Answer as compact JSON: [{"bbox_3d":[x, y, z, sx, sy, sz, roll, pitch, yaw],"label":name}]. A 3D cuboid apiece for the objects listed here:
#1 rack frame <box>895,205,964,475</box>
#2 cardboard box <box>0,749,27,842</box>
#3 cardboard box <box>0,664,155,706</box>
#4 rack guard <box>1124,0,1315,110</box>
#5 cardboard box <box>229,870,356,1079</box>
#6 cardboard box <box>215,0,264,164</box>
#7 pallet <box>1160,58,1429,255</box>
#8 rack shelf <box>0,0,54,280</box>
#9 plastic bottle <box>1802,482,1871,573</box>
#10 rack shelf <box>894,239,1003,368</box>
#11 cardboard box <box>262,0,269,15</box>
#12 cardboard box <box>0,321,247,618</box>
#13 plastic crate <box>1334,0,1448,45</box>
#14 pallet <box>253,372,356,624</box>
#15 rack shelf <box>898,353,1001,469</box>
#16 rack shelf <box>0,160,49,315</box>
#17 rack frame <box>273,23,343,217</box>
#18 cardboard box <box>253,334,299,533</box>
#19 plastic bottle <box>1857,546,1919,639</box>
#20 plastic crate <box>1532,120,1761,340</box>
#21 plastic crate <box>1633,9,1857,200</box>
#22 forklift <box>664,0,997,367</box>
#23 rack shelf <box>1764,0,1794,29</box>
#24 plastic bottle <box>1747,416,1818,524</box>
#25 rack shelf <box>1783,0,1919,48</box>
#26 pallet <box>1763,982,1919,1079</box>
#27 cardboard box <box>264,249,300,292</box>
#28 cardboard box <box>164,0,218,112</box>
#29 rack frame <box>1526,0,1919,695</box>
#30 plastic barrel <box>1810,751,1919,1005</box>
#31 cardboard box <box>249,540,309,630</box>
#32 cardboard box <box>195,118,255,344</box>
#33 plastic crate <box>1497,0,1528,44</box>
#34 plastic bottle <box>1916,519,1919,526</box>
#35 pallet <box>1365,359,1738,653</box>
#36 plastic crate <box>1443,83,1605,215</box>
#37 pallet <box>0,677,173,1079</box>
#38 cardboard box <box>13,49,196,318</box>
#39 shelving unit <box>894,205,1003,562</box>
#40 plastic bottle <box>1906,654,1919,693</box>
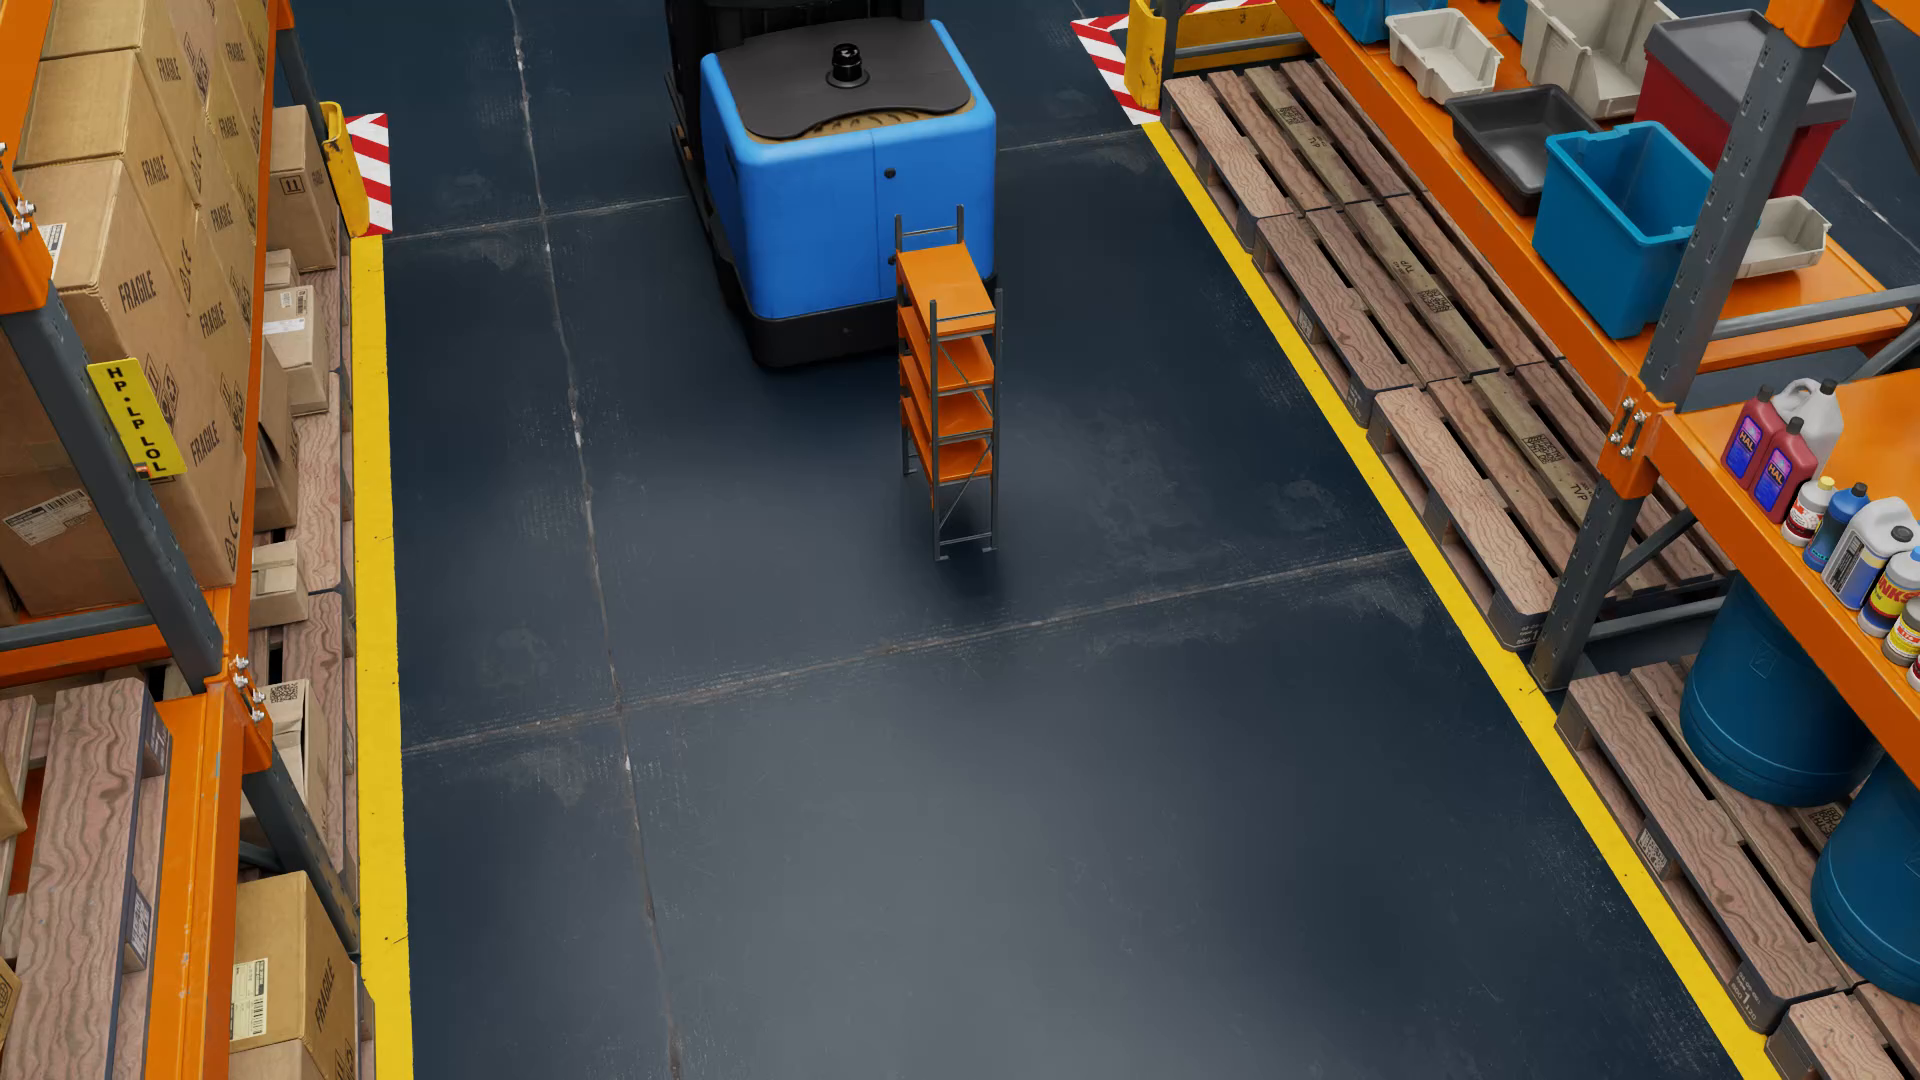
[{"bbox_3d":[-0.105,-0.703,6.099,0.240,1.200,0.015,-11,47,-10],"label":"rack frame"},{"bbox_3d":[-2.405,0.437,3.357,0.700,0.500,0.500,-26,51,-23],"label":"cardboard box"},{"bbox_3d":[-2.730,0.631,4.974,0.500,0.500,0.500,-11,47,-10],"label":"cardboard box"},{"bbox_3d":[1.437,-2.553,8.402,1.175,0.500,0.348,-11,47,-10],"label":"rack guard"},{"bbox_3d":[-1.906,1.260,4.357,0.500,0.500,0.500,-11,47,-11],"label":"cardboard box"},{"bbox_3d":[-2.697,-1.583,5.631,0.500,0.500,0.500,-10,46,-10],"label":"cardboard box"},{"bbox_3d":[1.629,-1.861,7.926,1.003,0.211,1.213,-11,47,-10],"label":"pallet"},{"bbox_3d":[-2.822,-1.928,4.442,1.077,0.370,4.000,-11,47,-10],"label":"rack shelf"},{"bbox_3d":[2.267,-0.040,4.279,0.097,0.271,0.097,0,46,0],"label":"plastic bottle"},{"bbox_3d":[-0.042,-0.809,5.653,0.258,0.148,0.480,-11,47,-10],"label":"rack shelf"},{"bbox_3d":[-2.956,-2.286,6.320,0.500,0.500,0.500,-9,46,-9],"label":"cardboard box"},{"bbox_3d":[-2.177,-0.186,4.262,0.500,0.500,0.500,-10,46,-9],"label":"cardboard box"},{"bbox_3d":[1.614,-2.029,6.213,0.416,0.233,0.300,-11,47,-10],"label":"plastic crate"},{"bbox_3d":[-2.800,-0.091,6.192,1.003,0.211,1.213,-11,47,-10],"label":"pallet"},{"bbox_3d":[-0.042,-0.487,5.982,0.258,0.148,0.480,-11,47,-10],"label":"rack shelf"},{"bbox_3d":[-1.798,0.834,1.736,1.077,0.370,4.000,-11,47,-10],"label":"rack shelf"},{"bbox_3d":[-3.334,-2.510,6.610,1.000,3.000,0.127,-11,47,-10],"label":"rack frame"},{"bbox_3d":[-2.796,-0.325,5.908,0.797,0.503,0.637,-11,47,-10],"label":"cardboard box"},{"bbox_3d":[2.327,0.120,4.122,0.097,0.271,0.097,0,46,0],"label":"plastic bottle"},{"bbox_3d":[2.030,-0.927,5.028,0.392,0.384,0.575,-11,47,-10],"label":"plastic crate"},{"bbox_3d":[2.493,-1.358,5.393,0.402,0.464,0.583,-11,47,-10],"label":"plastic crate"},{"bbox_3d":[-0.763,-2.810,6.952,1.130,2.935,3.031,-12,47,-12],"label":"forklift"},{"bbox_3d":[1.968,-2.831,5.327,1.077,0.370,4.000,-11,47,-10],"label":"rack shelf"},{"bbox_3d":[2.195,-0.188,4.416,0.061,0.283,0.133,-11,47,-10],"label":"plastic bottle"},{"bbox_3d":[2.992,-0.069,2.621,1.077,0.370,4.000,-11,47,-10],"label":"rack shelf"},{"bbox_3d":[2.953,1.708,4.428,1.003,0.211,1.213,-11,47,-10],"label":"pallet"},{"bbox_3d":[-2.940,-1.046,6.851,0.380,0.166,0.250,-11,47,-10],"label":"cardboard box"},{"bbox_3d":[-2.555,-1.578,4.926,0.500,0.500,0.500,-9,46,-9],"label":"cardboard box"},{"bbox_3d":[2.480,-0.652,4.789,1.000,3.000,0.127,-11,47,-10],"label":"rack frame"},{"bbox_3d":[2.784,0.803,4.538,0.600,0.901,0.708,-11,47,-10],"label":"plastic barrel"},{"bbox_3d":[-2.439,0.164,5.665,0.380,0.166,0.250,-11,47,-10],"label":"cardboard box"},{"bbox_3d":[-2.437,-0.884,4.946,0.500,0.500,0.500,-11,47,-11],"label":"cardboard box"},{"bbox_3d":[2.229,-2.005,6.190,0.416,0.233,0.300,-11,47,-10],"label":"plastic crate"},{"bbox_3d":[2.439,0.024,4.266,0.097,0.201,0.097,0,46,0],"label":"plastic bottle"},{"bbox_3d":[2.254,-0.176,6.275,1.003,0.211,1.213,-11,47,-10],"label":"pallet"},{"bbox_3d":[1.933,-1.300,5.575,0.437,0.125,0.590,-11,47,-10],"label":"plastic crate"},{"bbox_3d":[-2.211,0.890,3.412,1.003,0.211,1.213,-11,47,-10],"label":"pallet"},{"bbox_3d":[-2.291,-0.867,4.229,0.500,0.500,0.500,-12,47,-12],"label":"cardboard box"},{"bbox_3d":[-0.042,-0.534,5.933,0.258,1.200,0.503,-11,47,-10],"label":"shelving unit"},{"bbox_3d":[2.377,0.279,4.015,0.097,0.201,0.097,0,46,0],"label":"plastic bottle"}]
